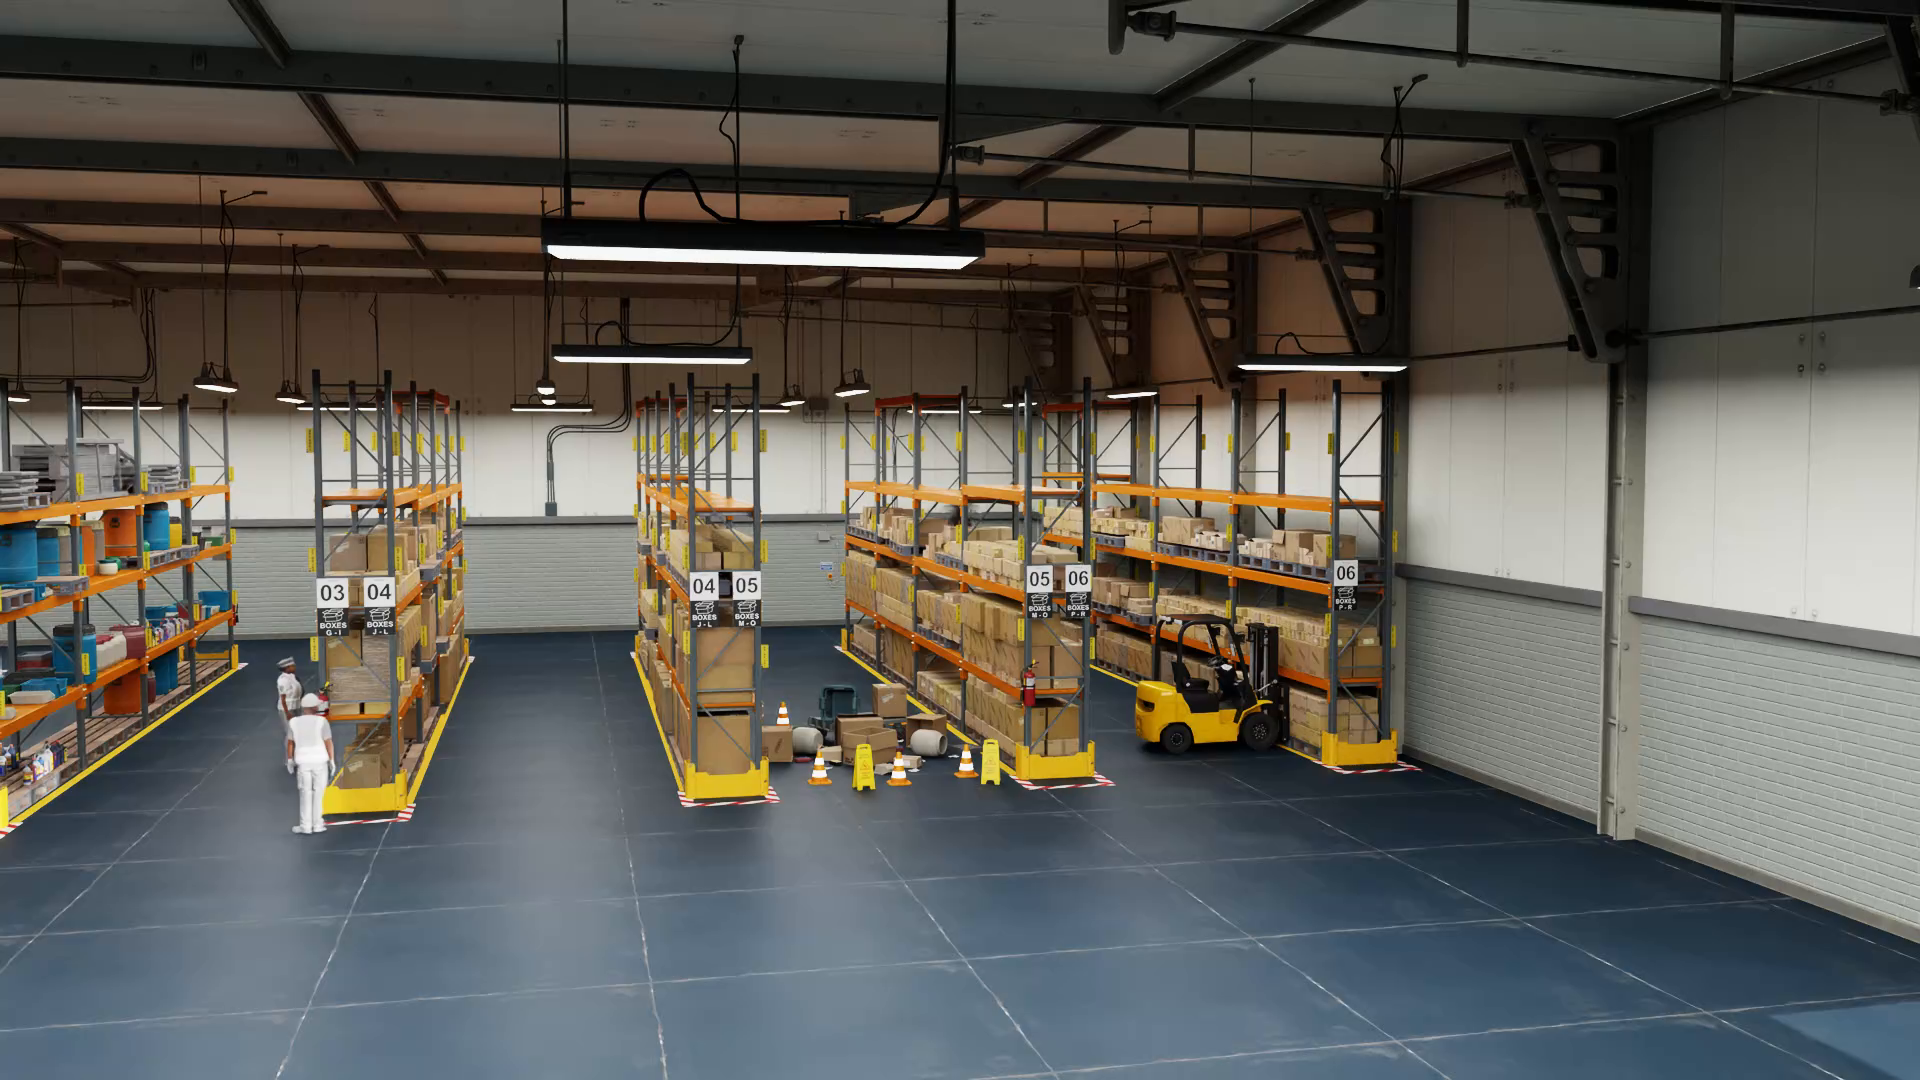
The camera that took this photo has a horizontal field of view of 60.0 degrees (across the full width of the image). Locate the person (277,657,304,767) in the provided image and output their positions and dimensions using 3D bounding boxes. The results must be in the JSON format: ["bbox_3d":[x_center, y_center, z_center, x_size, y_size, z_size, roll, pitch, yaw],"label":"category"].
[{"bbox_3d":[-10.433,2.702,26.029,0.466,1.745,0.468,1,4,20],"label":"person"}]

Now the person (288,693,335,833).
[{"bbox_3d":[-8.361,2.874,21.418,0.630,1.804,0.397,0,3,-4],"label":"person"}]
